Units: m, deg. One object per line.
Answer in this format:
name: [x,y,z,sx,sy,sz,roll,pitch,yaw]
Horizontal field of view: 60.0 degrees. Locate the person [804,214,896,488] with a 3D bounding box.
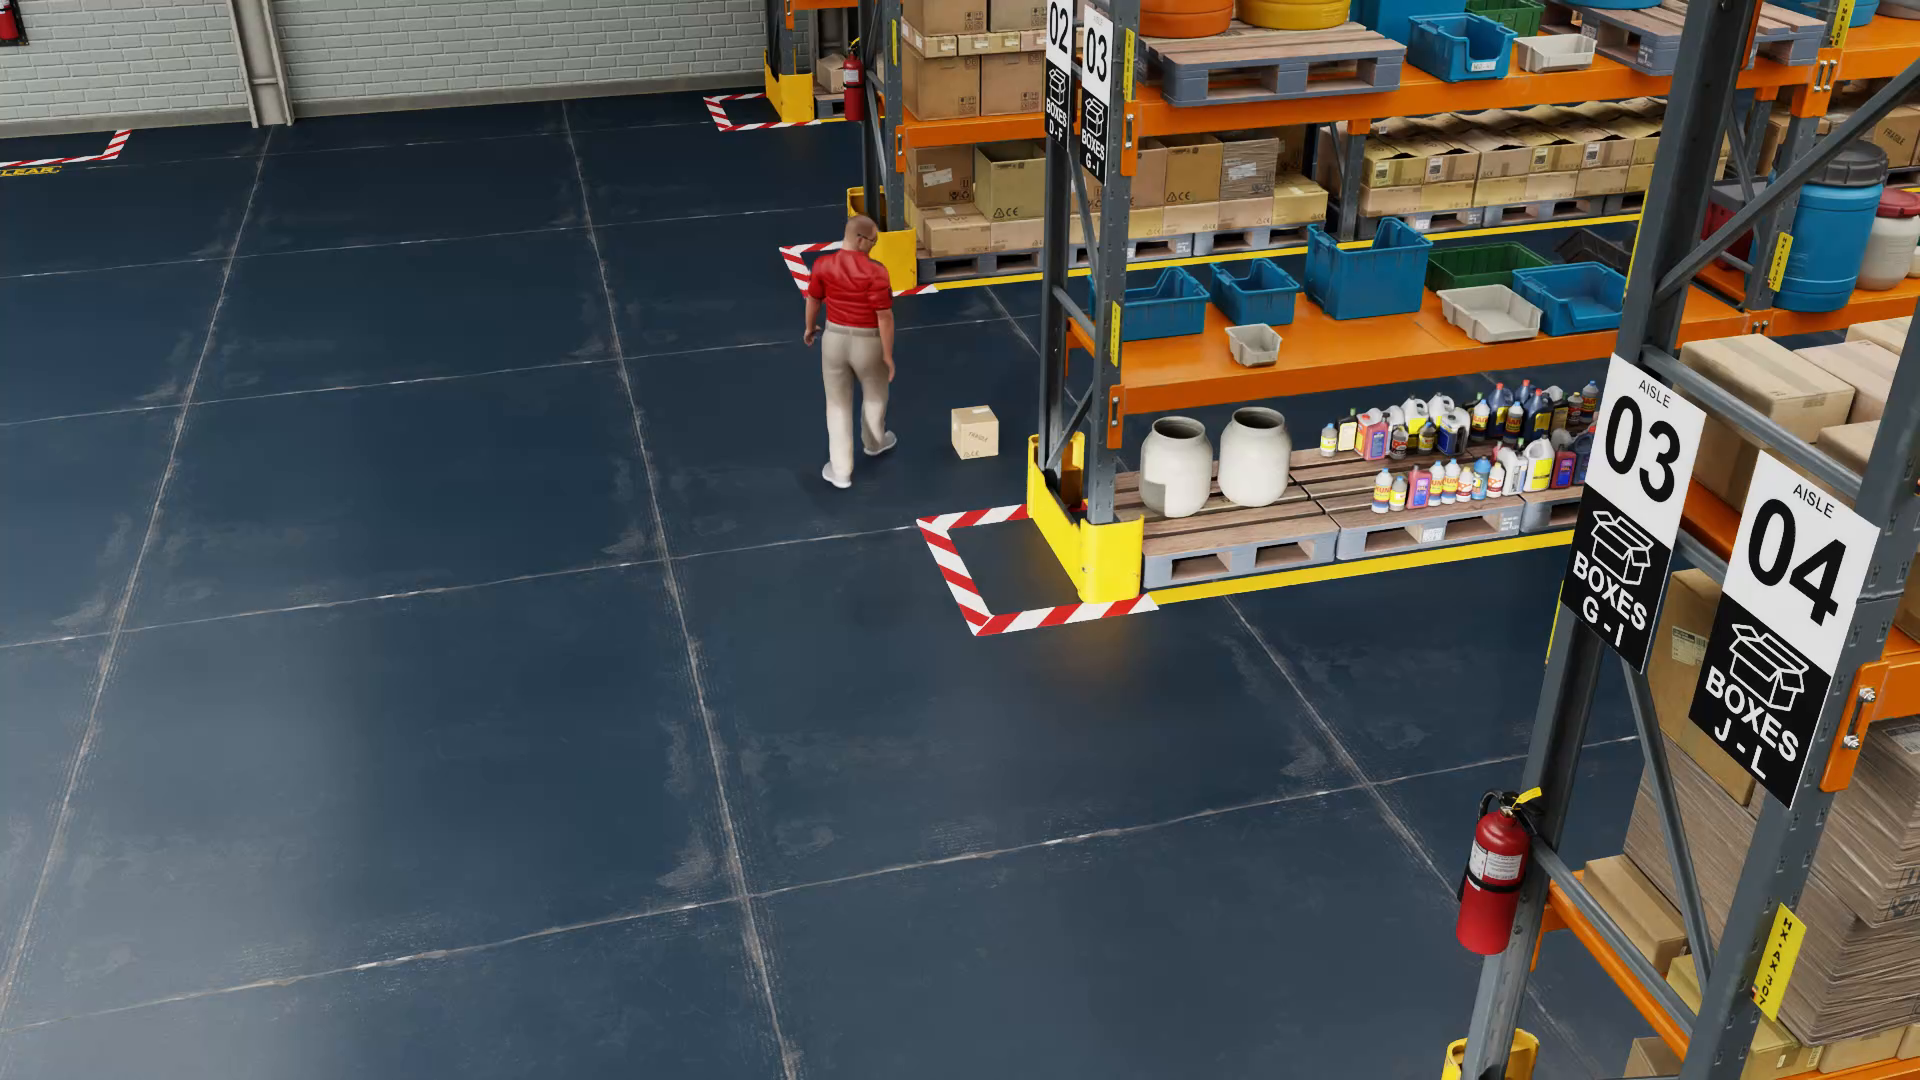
person: [-0.687,-1.232,10.363,0.656,1.699,0.813,5,30,8]
